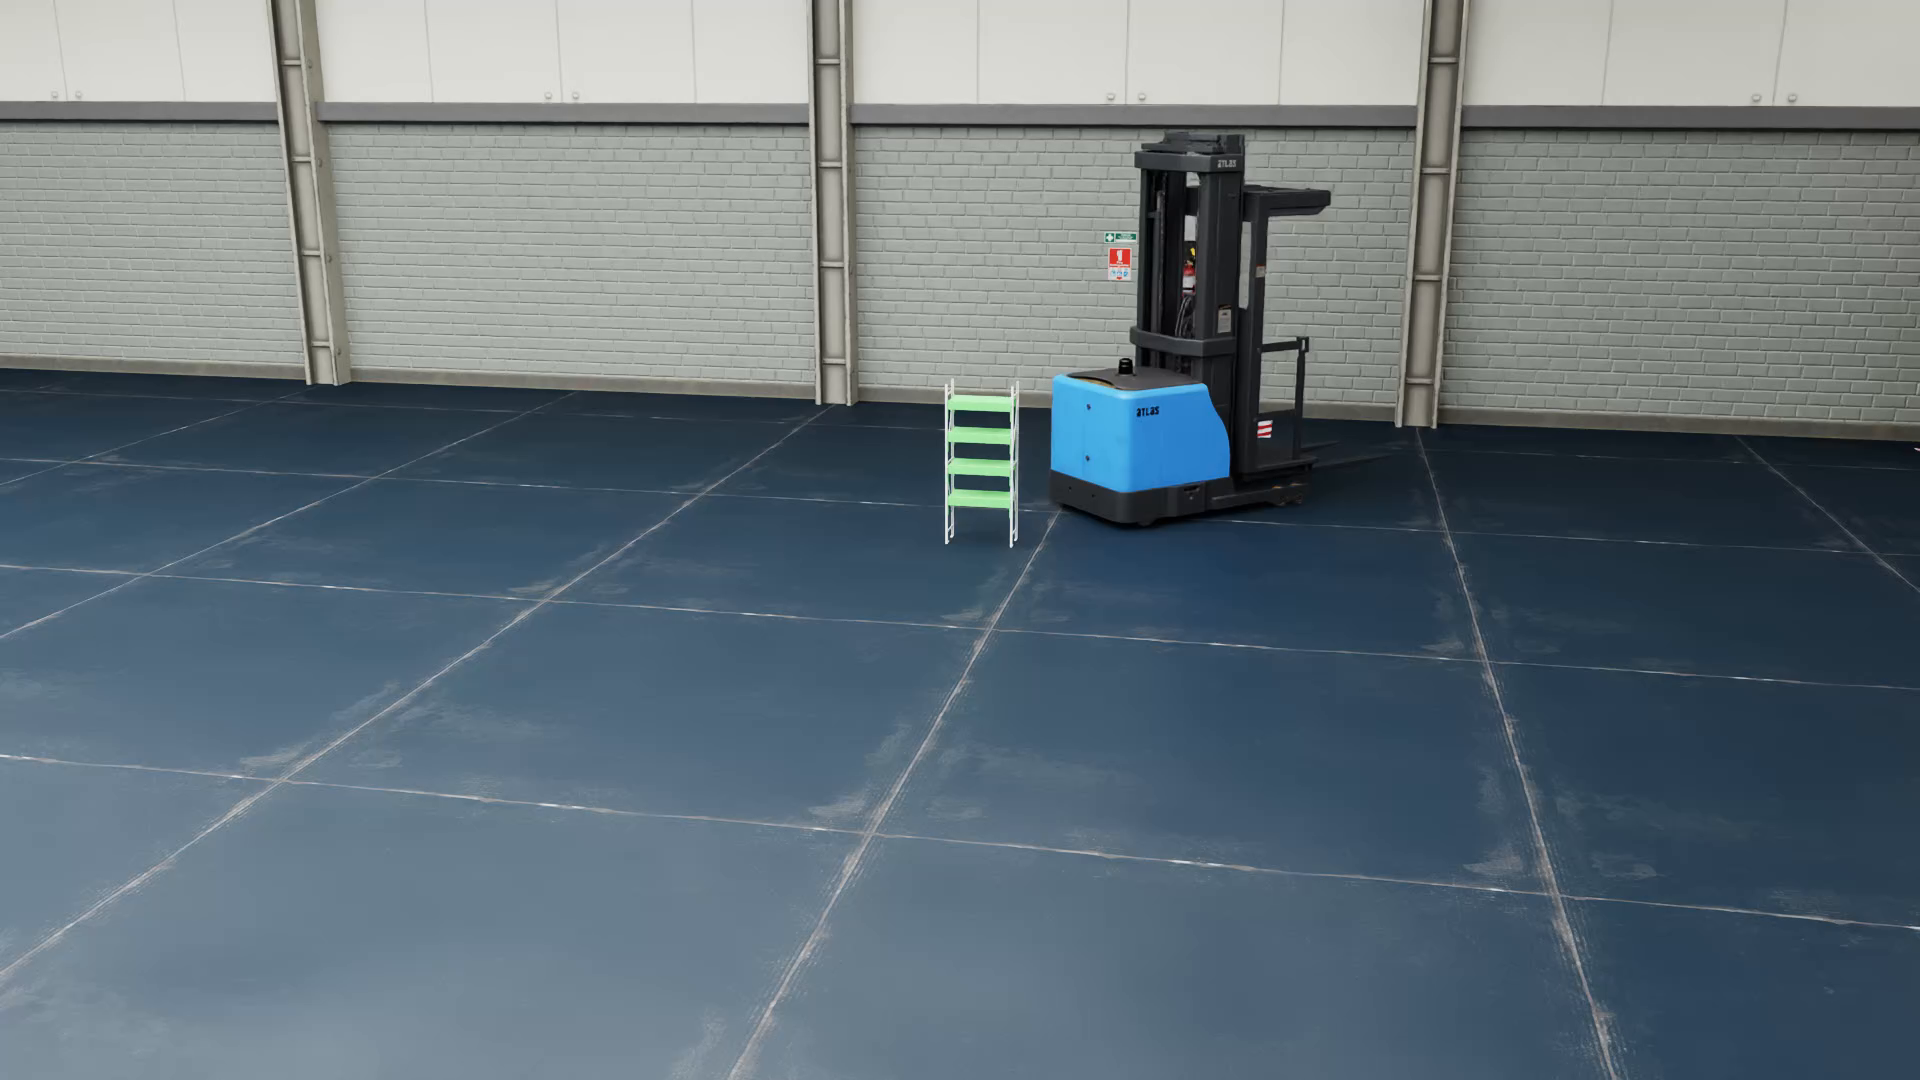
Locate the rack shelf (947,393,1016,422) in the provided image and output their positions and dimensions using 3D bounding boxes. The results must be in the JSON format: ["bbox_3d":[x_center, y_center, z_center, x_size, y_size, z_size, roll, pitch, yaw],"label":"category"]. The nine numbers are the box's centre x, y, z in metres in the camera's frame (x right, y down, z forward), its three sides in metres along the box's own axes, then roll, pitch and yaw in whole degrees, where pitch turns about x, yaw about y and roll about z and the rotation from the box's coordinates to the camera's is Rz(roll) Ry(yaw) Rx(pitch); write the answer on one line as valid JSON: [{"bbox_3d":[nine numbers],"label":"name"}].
[{"bbox_3d":[0.162,-0.970,12.189,0.480,0.148,0.258,3,16,11],"label":"rack shelf"}]

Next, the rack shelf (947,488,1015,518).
[{"bbox_3d":[0.162,-0.277,12.381,0.480,0.148,0.258,3,16,11],"label":"rack shelf"}]

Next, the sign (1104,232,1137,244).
[{"bbox_3d":[1.633,-3.071,16.898,0.331,0.109,0.001,3,16,11],"label":"sign"}]

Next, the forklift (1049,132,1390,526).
[{"bbox_3d":[2.242,-1.792,13.472,3.031,2.935,1.130,-9,18,-31],"label":"forklift"}]

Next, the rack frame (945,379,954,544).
[{"bbox_3d":[-0.077,-0.582,12.347,0.015,1.200,0.240,3,16,11],"label":"rack frame"}]

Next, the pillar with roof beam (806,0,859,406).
[{"bbox_3d":[-2.172,-4.687,12.555,0.400,9.000,9.100,3,16,11],"label":"pillar with roof beam"}]

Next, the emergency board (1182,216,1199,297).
[{"bbox_3d":[2.152,-2.744,16.779,0.643,1.169,0.194,3,16,11],"label":"emergency board"}]

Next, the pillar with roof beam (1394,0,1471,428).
[{"bbox_3d":[3.708,-4.368,11.402,0.400,9.000,9.100,3,16,11],"label":"pillar with roof beam"}]

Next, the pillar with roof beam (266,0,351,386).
[{"bbox_3d":[-8.051,-5.006,13.707,0.400,9.000,9.100,3,16,11],"label":"pillar with roof beam"}]

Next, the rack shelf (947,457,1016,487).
[{"bbox_3d":[0.162,-0.508,12.317,0.480,0.148,0.258,3,16,11],"label":"rack shelf"}]

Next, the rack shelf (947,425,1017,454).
[{"bbox_3d":[0.162,-0.739,12.253,0.480,0.148,0.258,3,16,11],"label":"rack shelf"}]

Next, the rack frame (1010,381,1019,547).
[{"bbox_3d":[0.401,-0.556,12.253,0.015,1.200,0.240,3,16,11],"label":"rack frame"}]

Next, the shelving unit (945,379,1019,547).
[{"bbox_3d":[0.162,-0.569,12.300,0.503,1.200,0.258,3,16,11],"label":"shelving unit"}]

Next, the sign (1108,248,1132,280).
[{"bbox_3d":[1.631,-2.818,16.978,0.234,0.329,0.001,3,16,11],"label":"sign"}]
